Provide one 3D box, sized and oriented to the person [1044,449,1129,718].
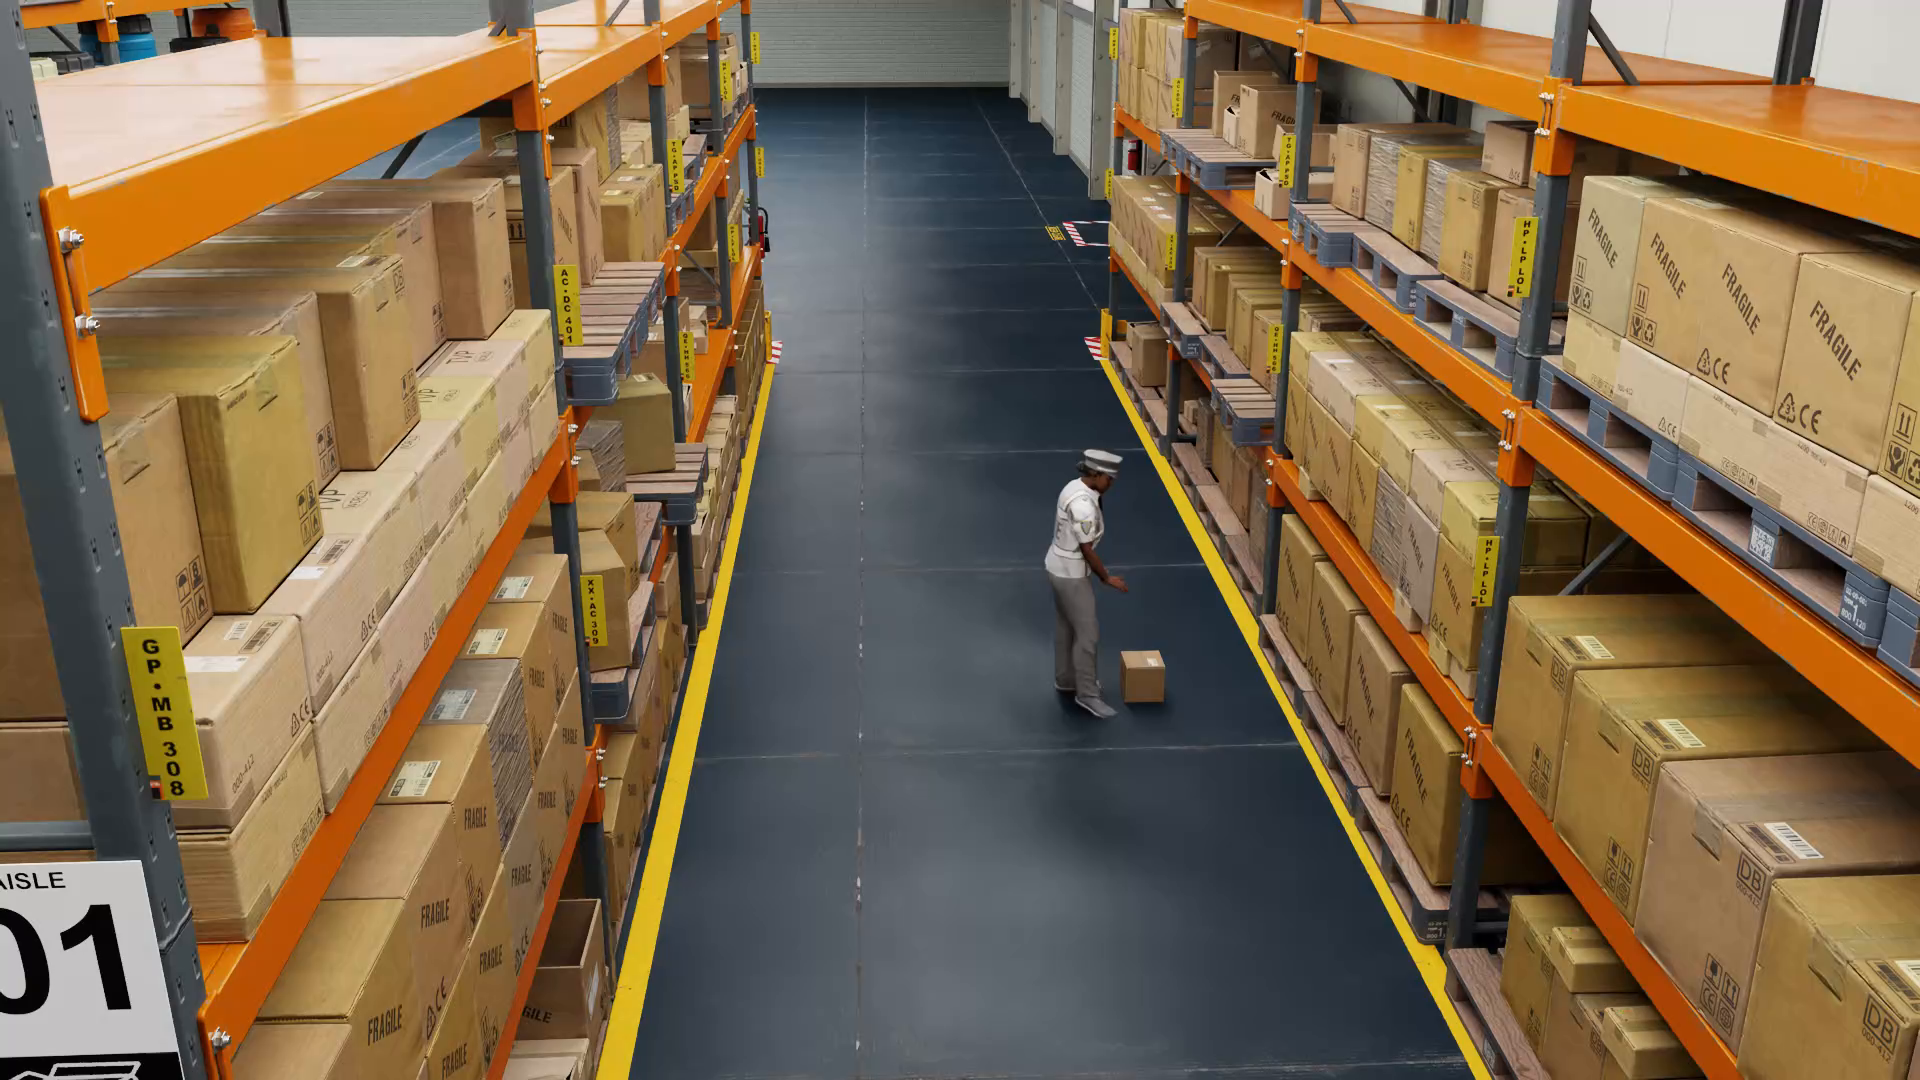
[{"bbox_3d":[0.790,0.260,10.412,0.516,1.687,0.521,0,21,0],"label":"person"}]
